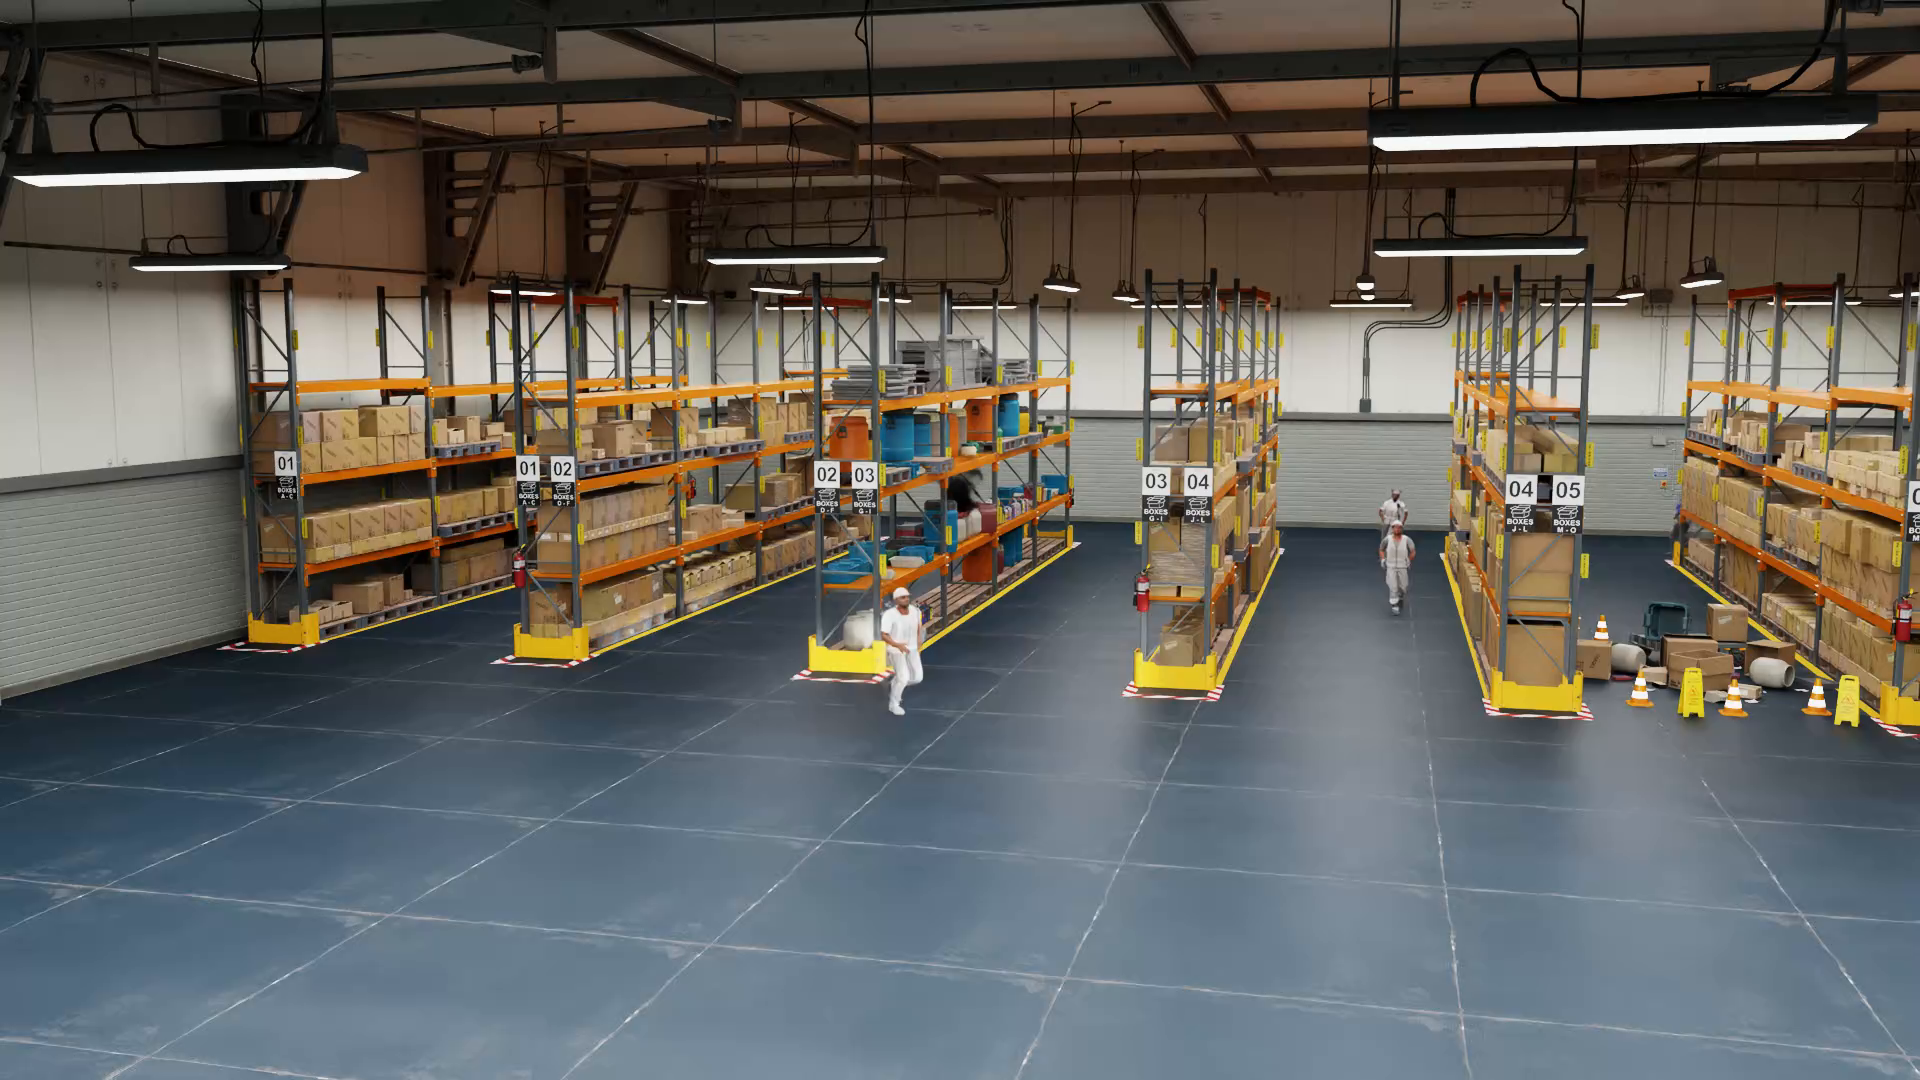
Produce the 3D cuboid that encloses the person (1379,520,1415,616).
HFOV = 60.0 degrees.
[{"bbox_3d":[7.967,0.502,30.354,0.643,1.742,0.612,2,7,15],"label":"person"}]

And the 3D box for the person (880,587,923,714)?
[{"bbox_3d":[-0.748,1.484,22.331,0.732,1.723,0.647,-6,9,-39],"label":"person"}]

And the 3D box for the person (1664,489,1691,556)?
[{"bbox_3d":[16.674,-0.405,38.366,0.832,1.607,0.657,5,8,35],"label":"person"}]

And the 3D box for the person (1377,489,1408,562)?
[{"bbox_3d":[9.818,-0.352,37.798,0.652,1.652,0.872,3,8,24],"label":"person"}]
